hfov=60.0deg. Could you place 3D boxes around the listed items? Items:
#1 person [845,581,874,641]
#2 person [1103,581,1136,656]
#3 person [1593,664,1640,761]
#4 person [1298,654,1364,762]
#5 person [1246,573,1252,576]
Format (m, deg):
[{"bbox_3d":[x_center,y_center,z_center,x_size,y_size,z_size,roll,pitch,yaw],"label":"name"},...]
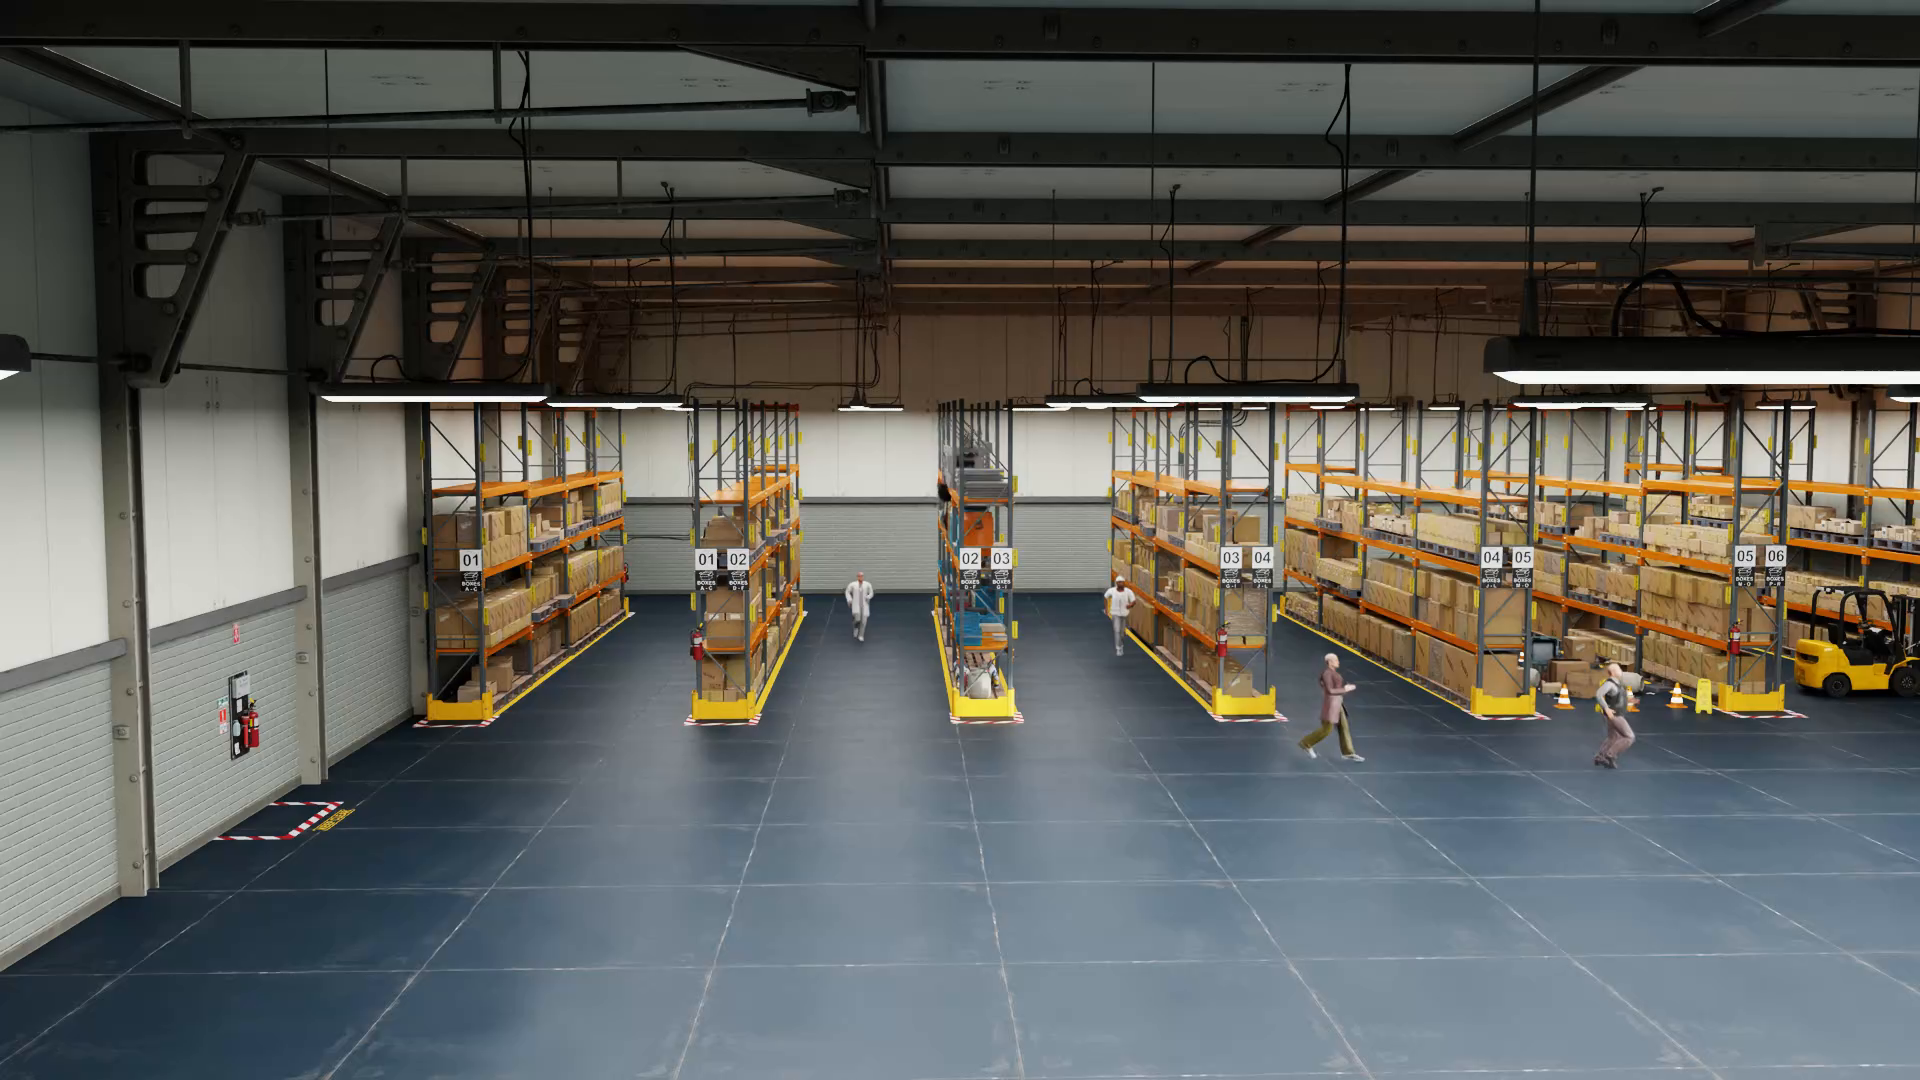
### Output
[{"bbox_3d":[-2.514,1.777,41.931,0.702,1.533,0.570,-1,4,-12],"label":"person"},{"bbox_3d":[3.604,1.733,37.451,0.718,1.783,0.850,0,4,-3],"label":"person"},{"bbox_3d":[10.515,2.797,26.641,0.676,1.615,0.501,2,5,27],"label":"person"},{"bbox_3d":[6.103,2.736,27.279,1.066,1.760,0.673,2,5,24],"label":"person"},{"bbox_3d":[7.976,1.254,47.735,0.722,1.686,0.607,4,6,44],"label":"person"}]
